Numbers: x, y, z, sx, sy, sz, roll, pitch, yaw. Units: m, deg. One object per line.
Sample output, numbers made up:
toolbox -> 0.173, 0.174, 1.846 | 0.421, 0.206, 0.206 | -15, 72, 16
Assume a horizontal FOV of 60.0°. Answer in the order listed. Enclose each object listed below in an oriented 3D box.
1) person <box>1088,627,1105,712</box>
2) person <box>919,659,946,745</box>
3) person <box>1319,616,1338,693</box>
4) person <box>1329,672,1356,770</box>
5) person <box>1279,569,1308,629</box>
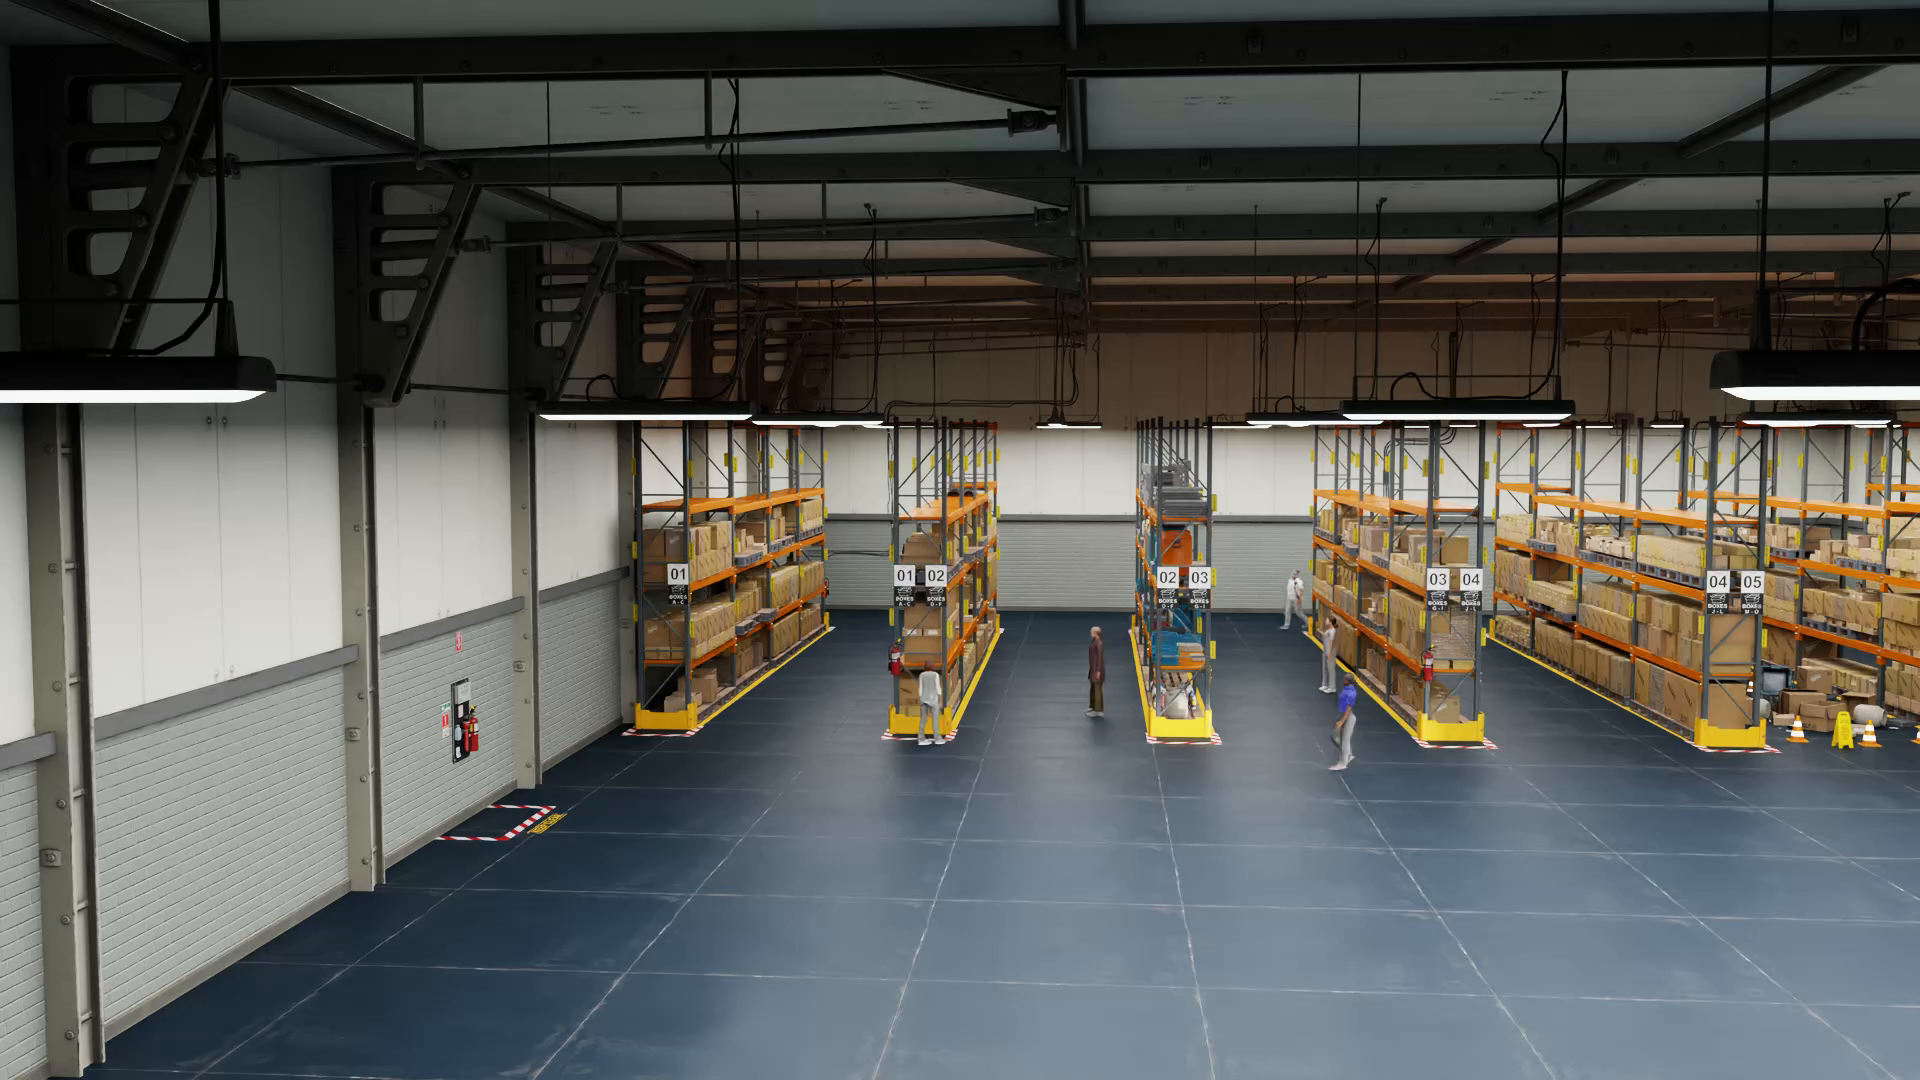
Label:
person -> 2.754, 2.597, 33.531 | 0.346, 1.710, 0.636 | 0, 4, -2
person -> -0.501, 2.946, 30.372 | 0.390, 1.591, 0.503 | 3, 5, 38
person -> 8.106, 2.496, 36.520 | 0.371, 1.675, 0.480 | -1, 4, -12
person -> 6.488, 3.066, 28.184 | 0.512, 1.653, 0.519 | -1, 4, -11
person -> 9.679, 1.708, 48.072 | 0.933, 1.739, 0.563 | -2, 4, -27
